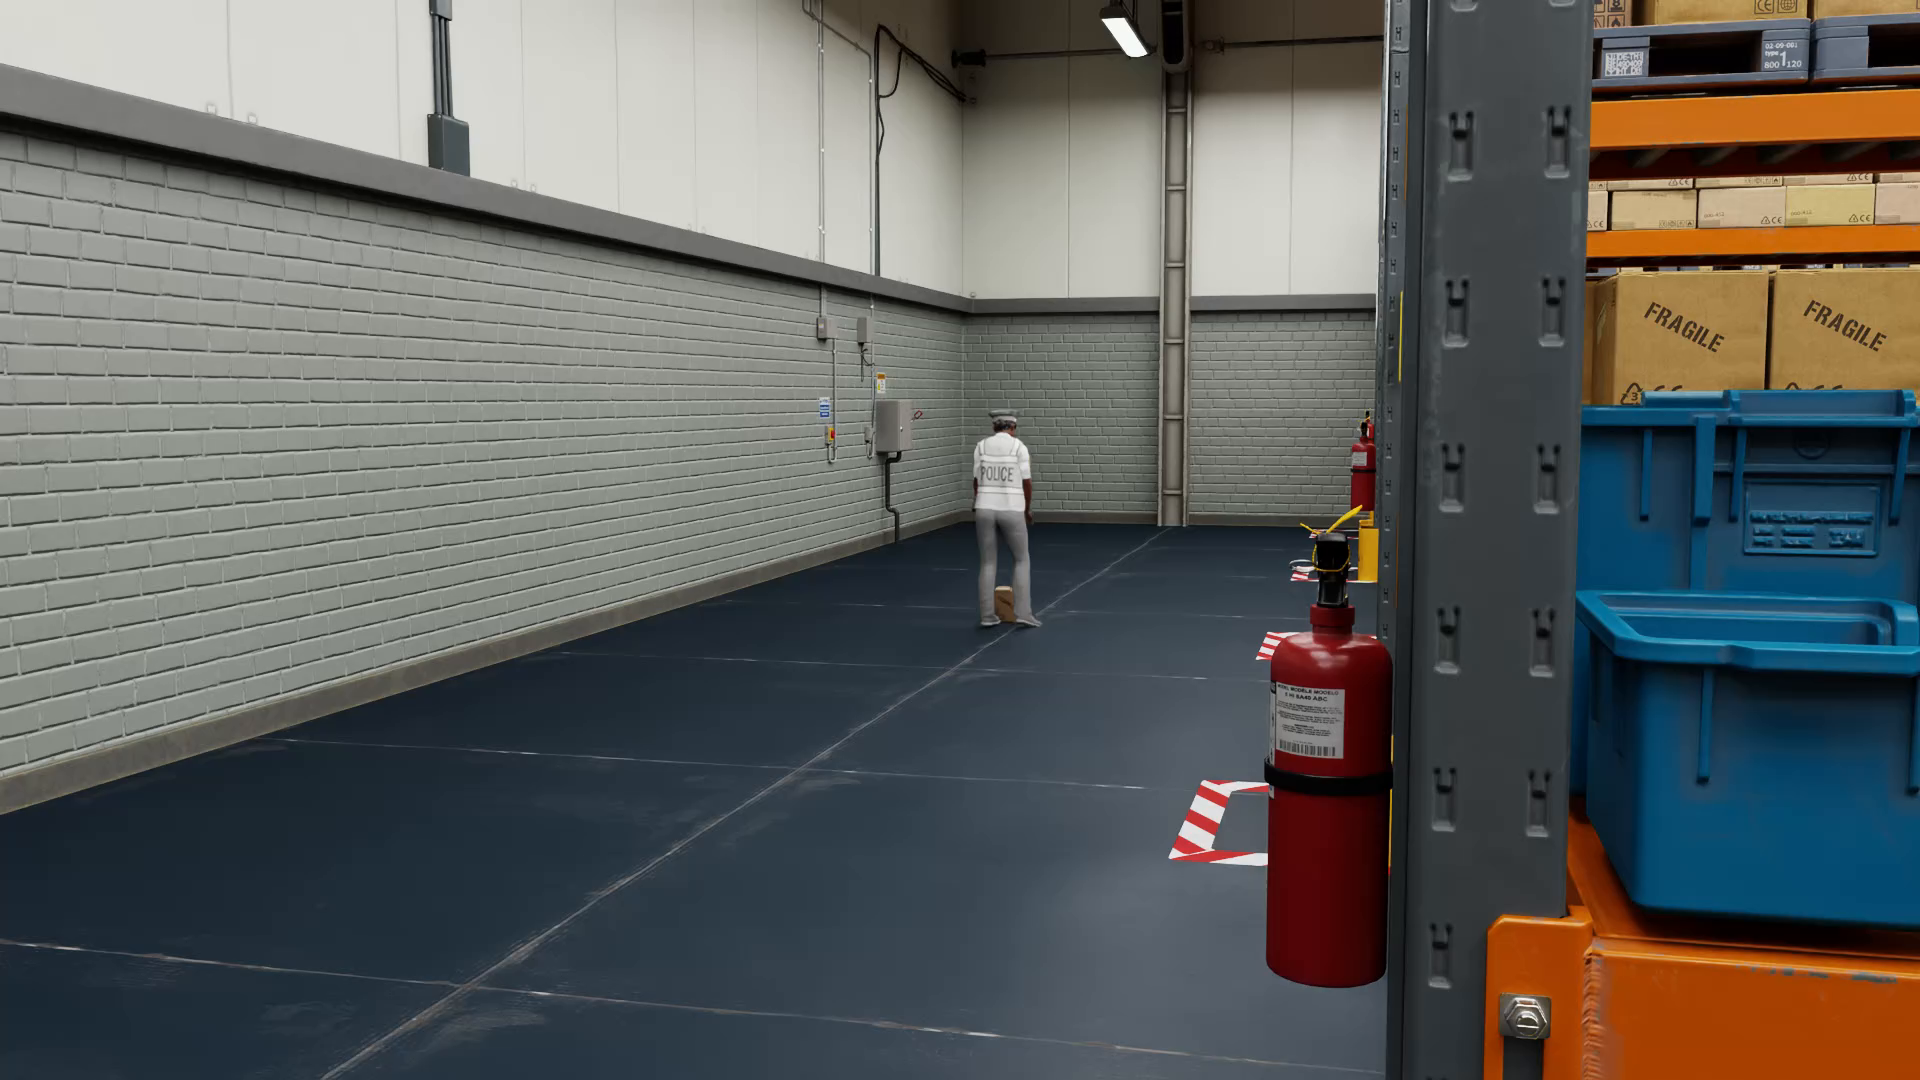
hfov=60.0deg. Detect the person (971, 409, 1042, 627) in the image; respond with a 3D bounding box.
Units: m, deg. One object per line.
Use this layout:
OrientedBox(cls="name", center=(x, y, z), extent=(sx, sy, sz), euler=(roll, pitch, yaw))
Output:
OrientedBox(cls="person", center=(0.352, -0.156, 12.659), extent=(0.512, 1.681, 0.493), euler=(1, 5, 14))
